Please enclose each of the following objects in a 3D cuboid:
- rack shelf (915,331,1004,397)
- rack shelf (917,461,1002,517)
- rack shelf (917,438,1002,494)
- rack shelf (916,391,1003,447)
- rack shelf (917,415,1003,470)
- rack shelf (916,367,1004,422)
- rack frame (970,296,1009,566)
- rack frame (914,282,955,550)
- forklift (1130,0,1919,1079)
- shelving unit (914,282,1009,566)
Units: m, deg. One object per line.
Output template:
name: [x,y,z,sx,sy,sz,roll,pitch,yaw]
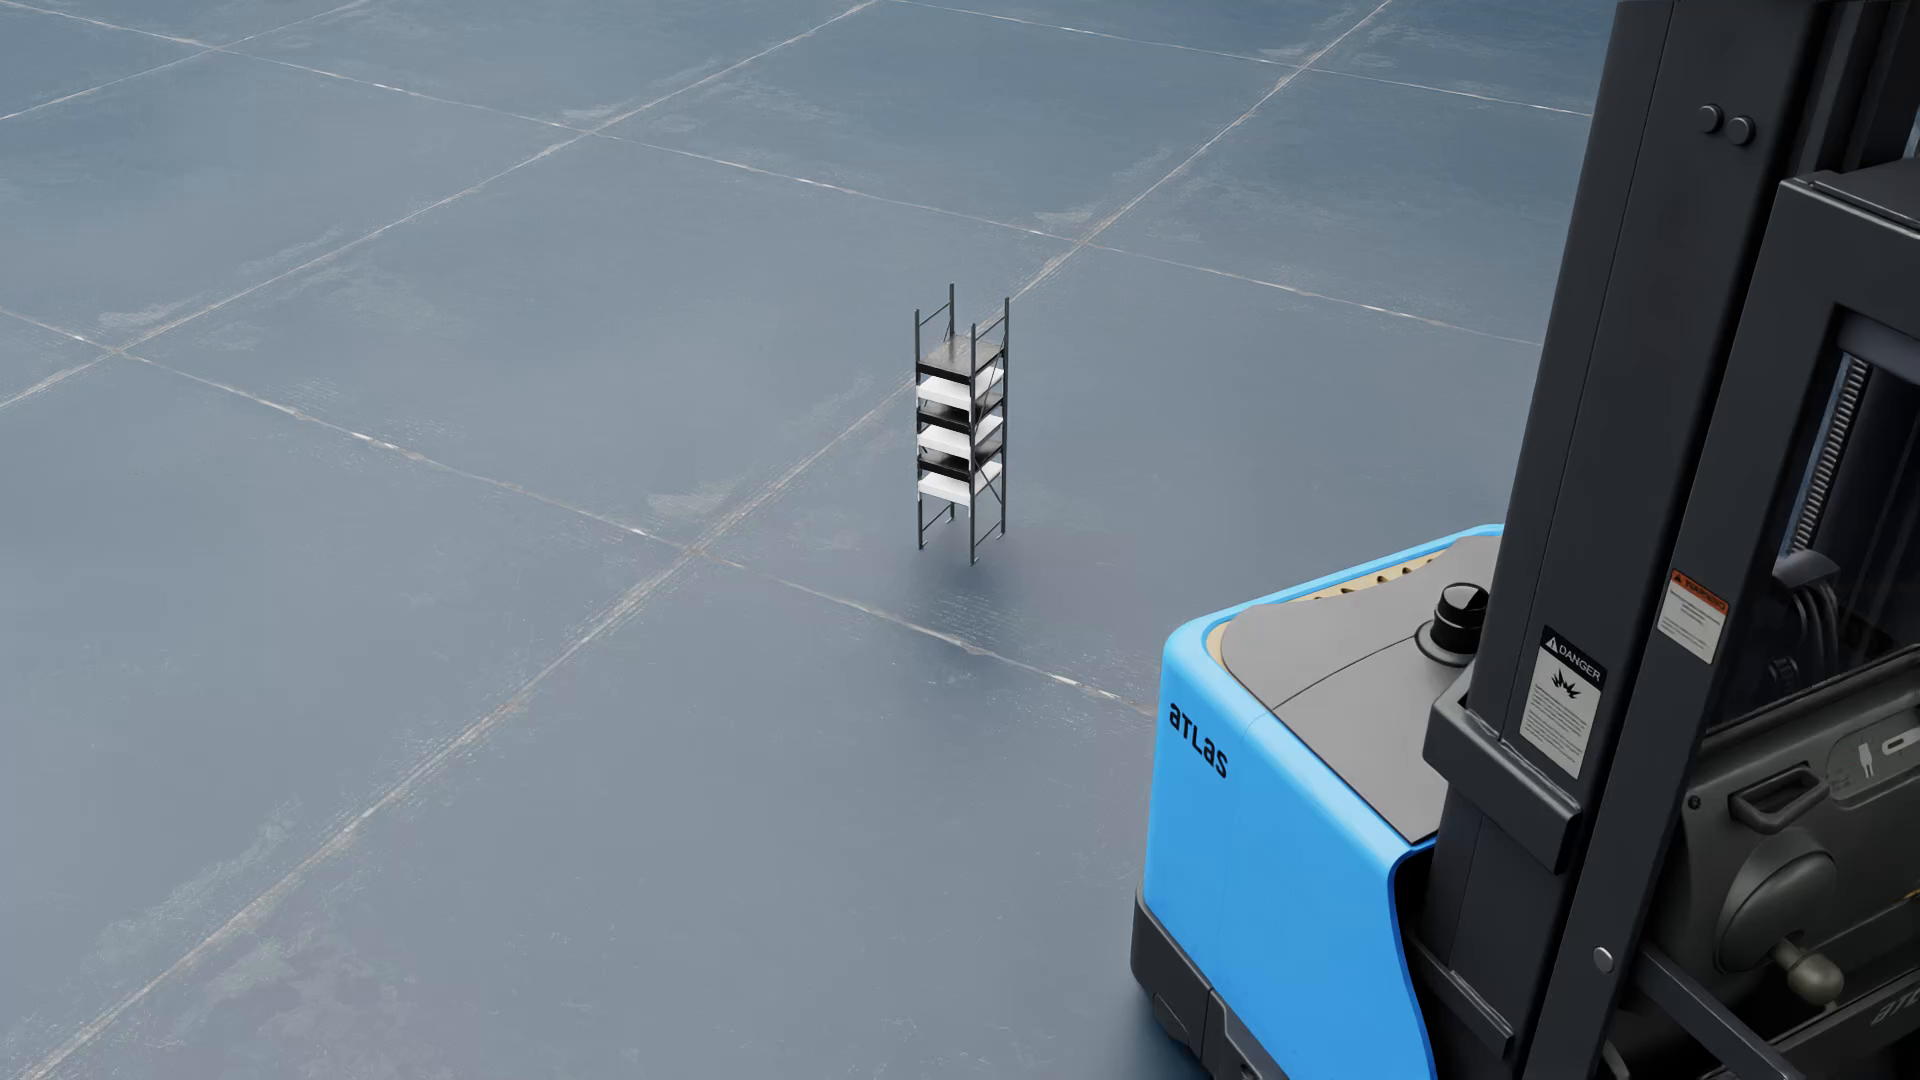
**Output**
rack shelf: [0.007,-0.569,5.366,0.200,0.077,0.258,18,37,24]
rack shelf: [0.007,-0.195,5.615,0.200,0.077,0.258,18,37,24]
rack shelf: [0.007,-0.270,5.566,0.200,0.077,0.258,18,37,24]
rack shelf: [0.007,-0.419,5.466,0.200,0.077,0.258,18,37,24]
rack shelf: [0.007,-0.345,5.516,0.200,0.077,0.258,18,37,24]
rack shelf: [0.007,-0.494,5.416,0.200,0.077,0.258,18,37,24]
rack frame: [0.095,-0.344,5.455,0.006,0.900,0.240,18,37,24]
rack frame: [-0.081,-0.400,5.539,0.006,0.900,0.240,18,37,24]
forklift: [1.541,0.463,2.410,1.130,2.935,3.031,-16,37,-23]
shelving unit: [0.007,-0.372,5.497,0.210,0.900,0.258,18,37,24]
